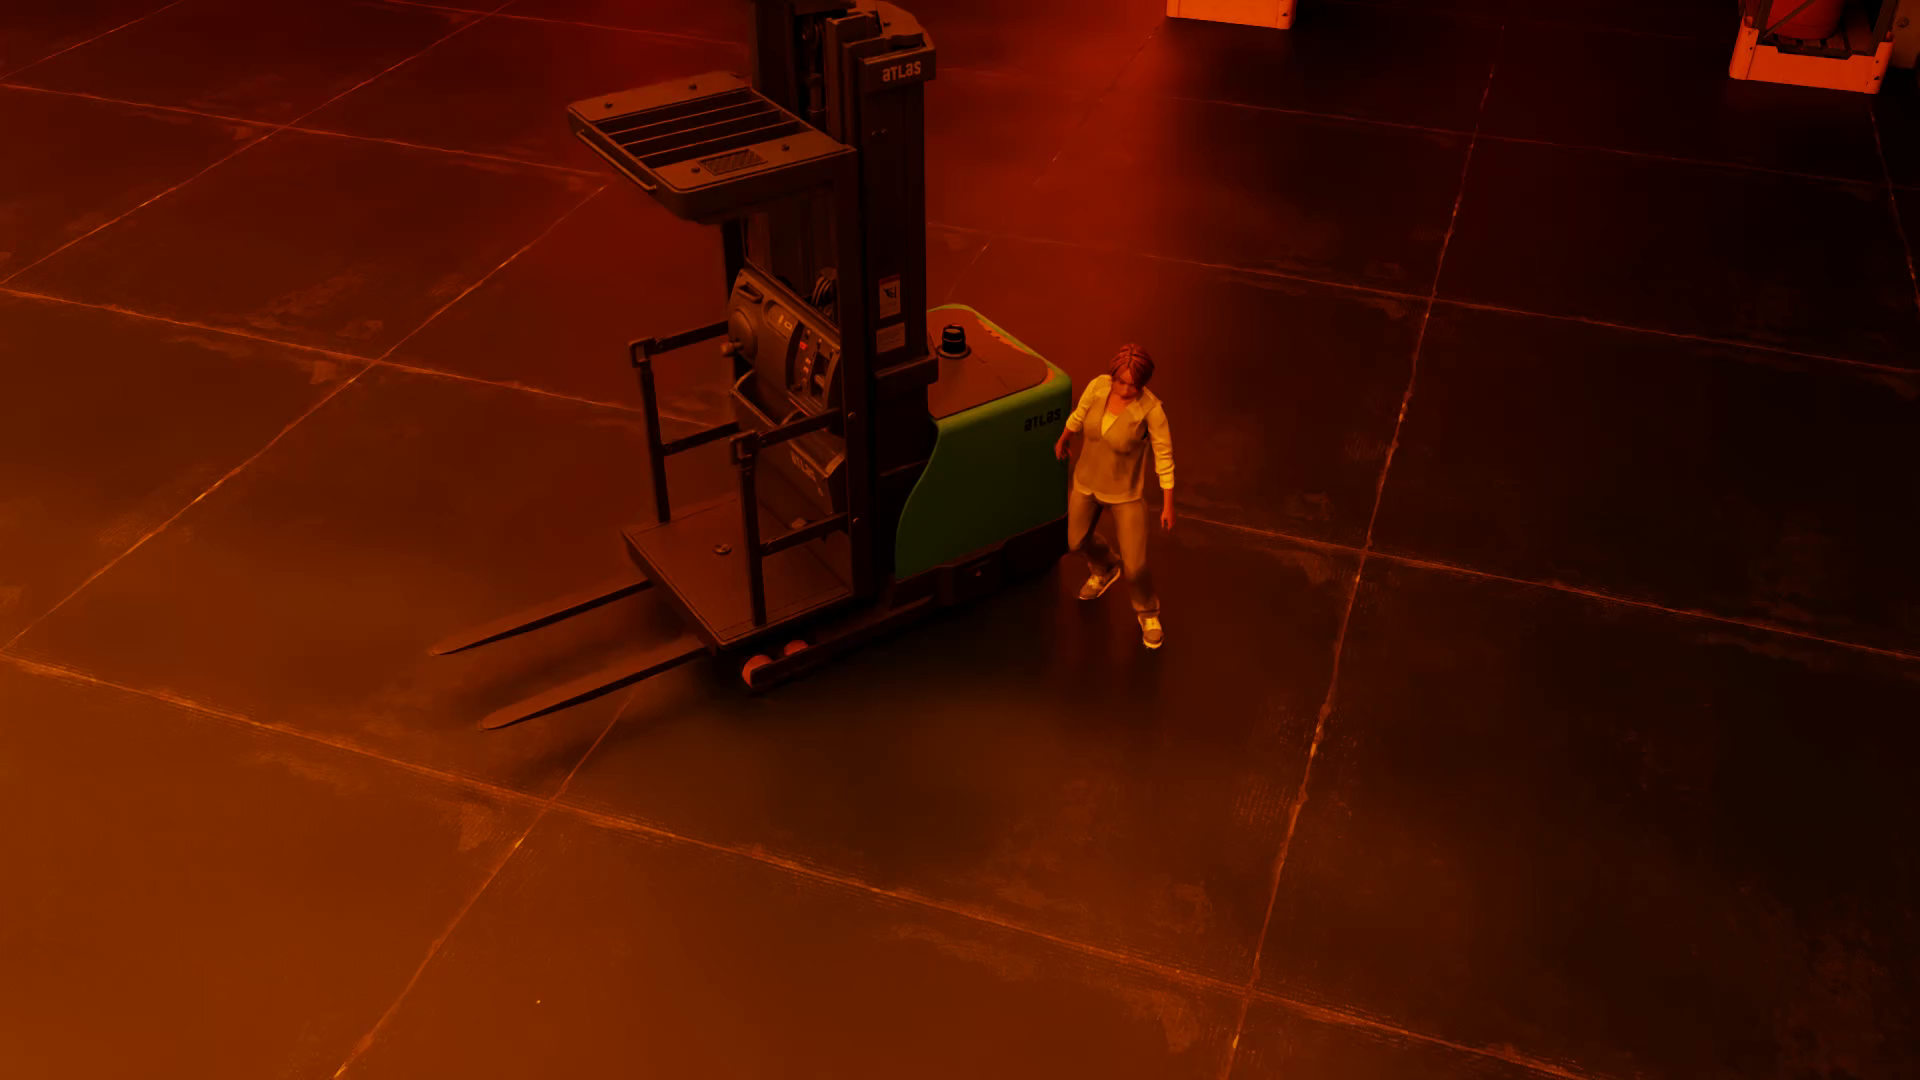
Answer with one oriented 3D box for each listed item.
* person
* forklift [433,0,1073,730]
[{"bbox_3d":[0.733,-0.282,7.747,0.745,1.551,0.445,26,43,31],"label":"person"},{"bbox_3d":[-0.958,-0.849,7.308,3.031,2.935,1.130,-21,40,-27],"label":"forklift"}]
